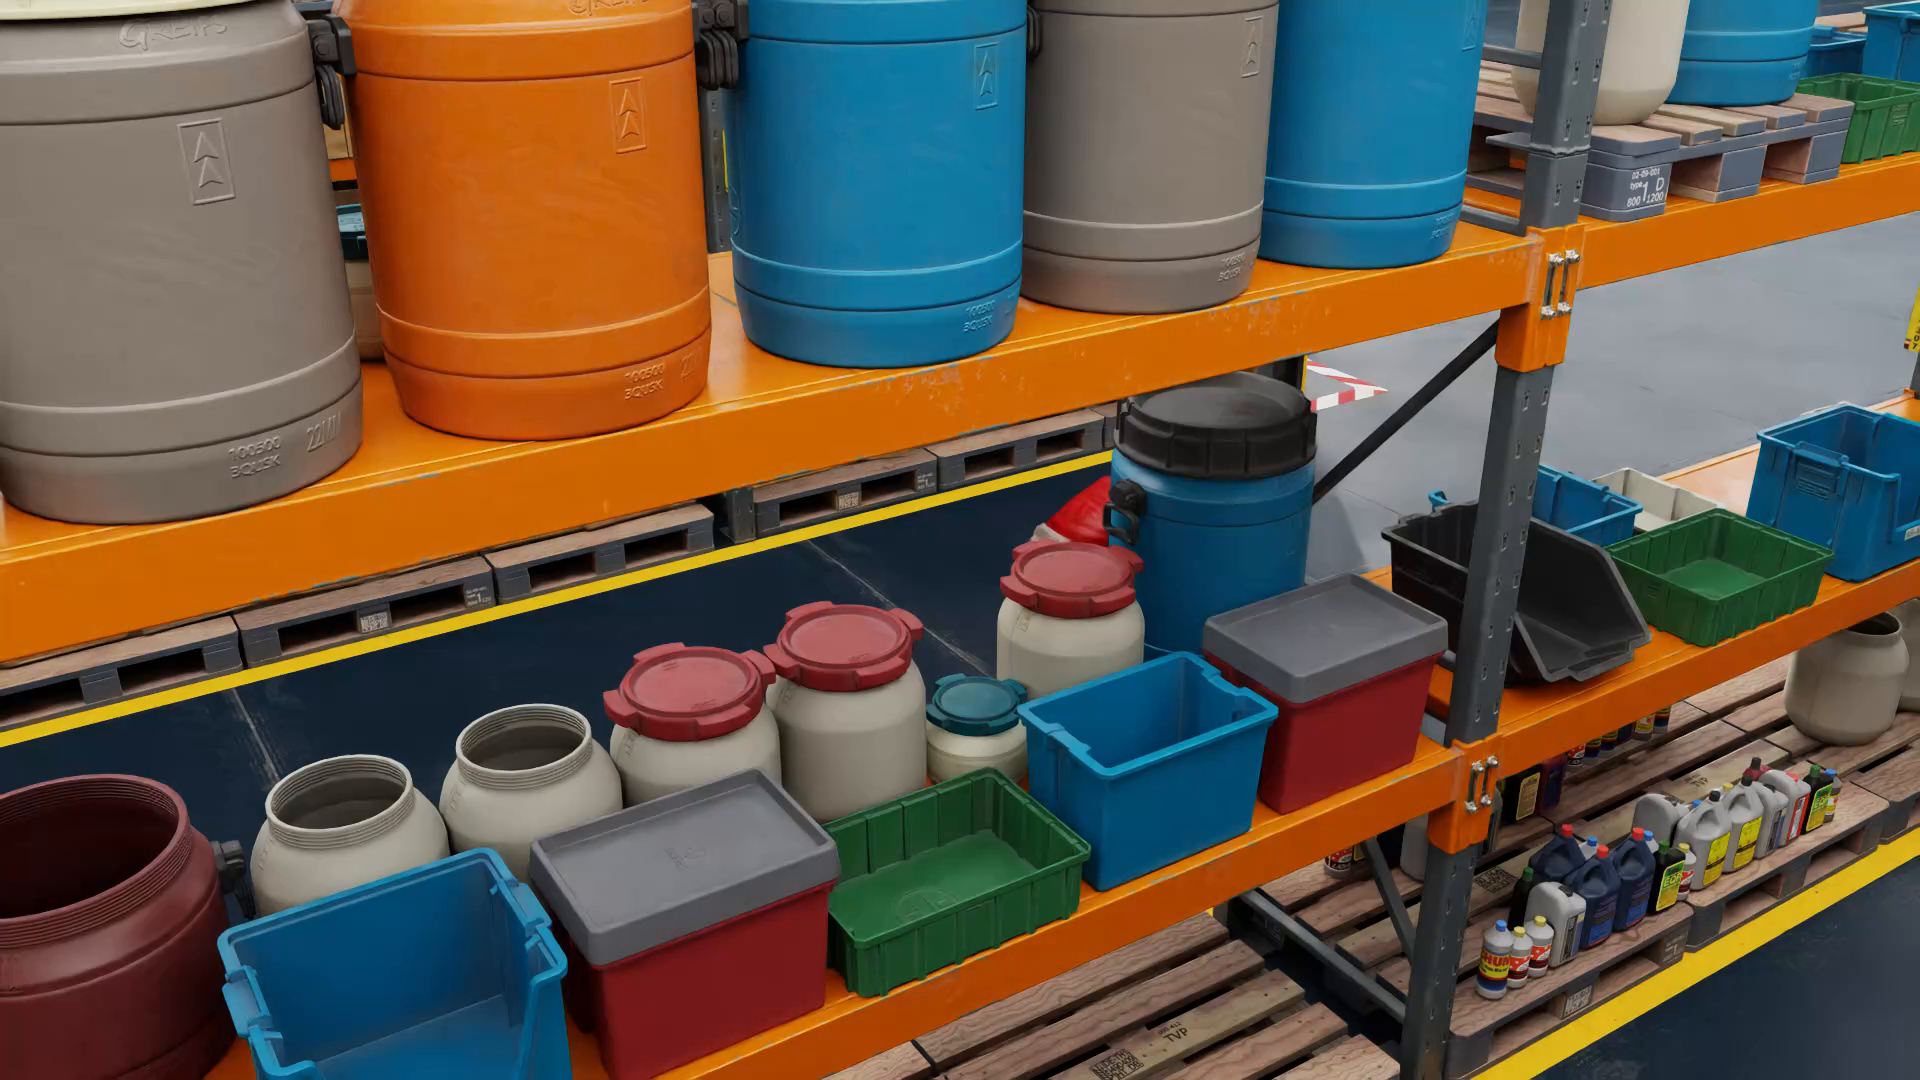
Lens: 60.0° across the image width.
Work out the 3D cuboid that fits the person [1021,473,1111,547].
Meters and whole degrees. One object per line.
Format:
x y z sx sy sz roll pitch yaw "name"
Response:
0.729 0.088 8.101 0.939 0.789 0.518 -16 29 -31 "person"
